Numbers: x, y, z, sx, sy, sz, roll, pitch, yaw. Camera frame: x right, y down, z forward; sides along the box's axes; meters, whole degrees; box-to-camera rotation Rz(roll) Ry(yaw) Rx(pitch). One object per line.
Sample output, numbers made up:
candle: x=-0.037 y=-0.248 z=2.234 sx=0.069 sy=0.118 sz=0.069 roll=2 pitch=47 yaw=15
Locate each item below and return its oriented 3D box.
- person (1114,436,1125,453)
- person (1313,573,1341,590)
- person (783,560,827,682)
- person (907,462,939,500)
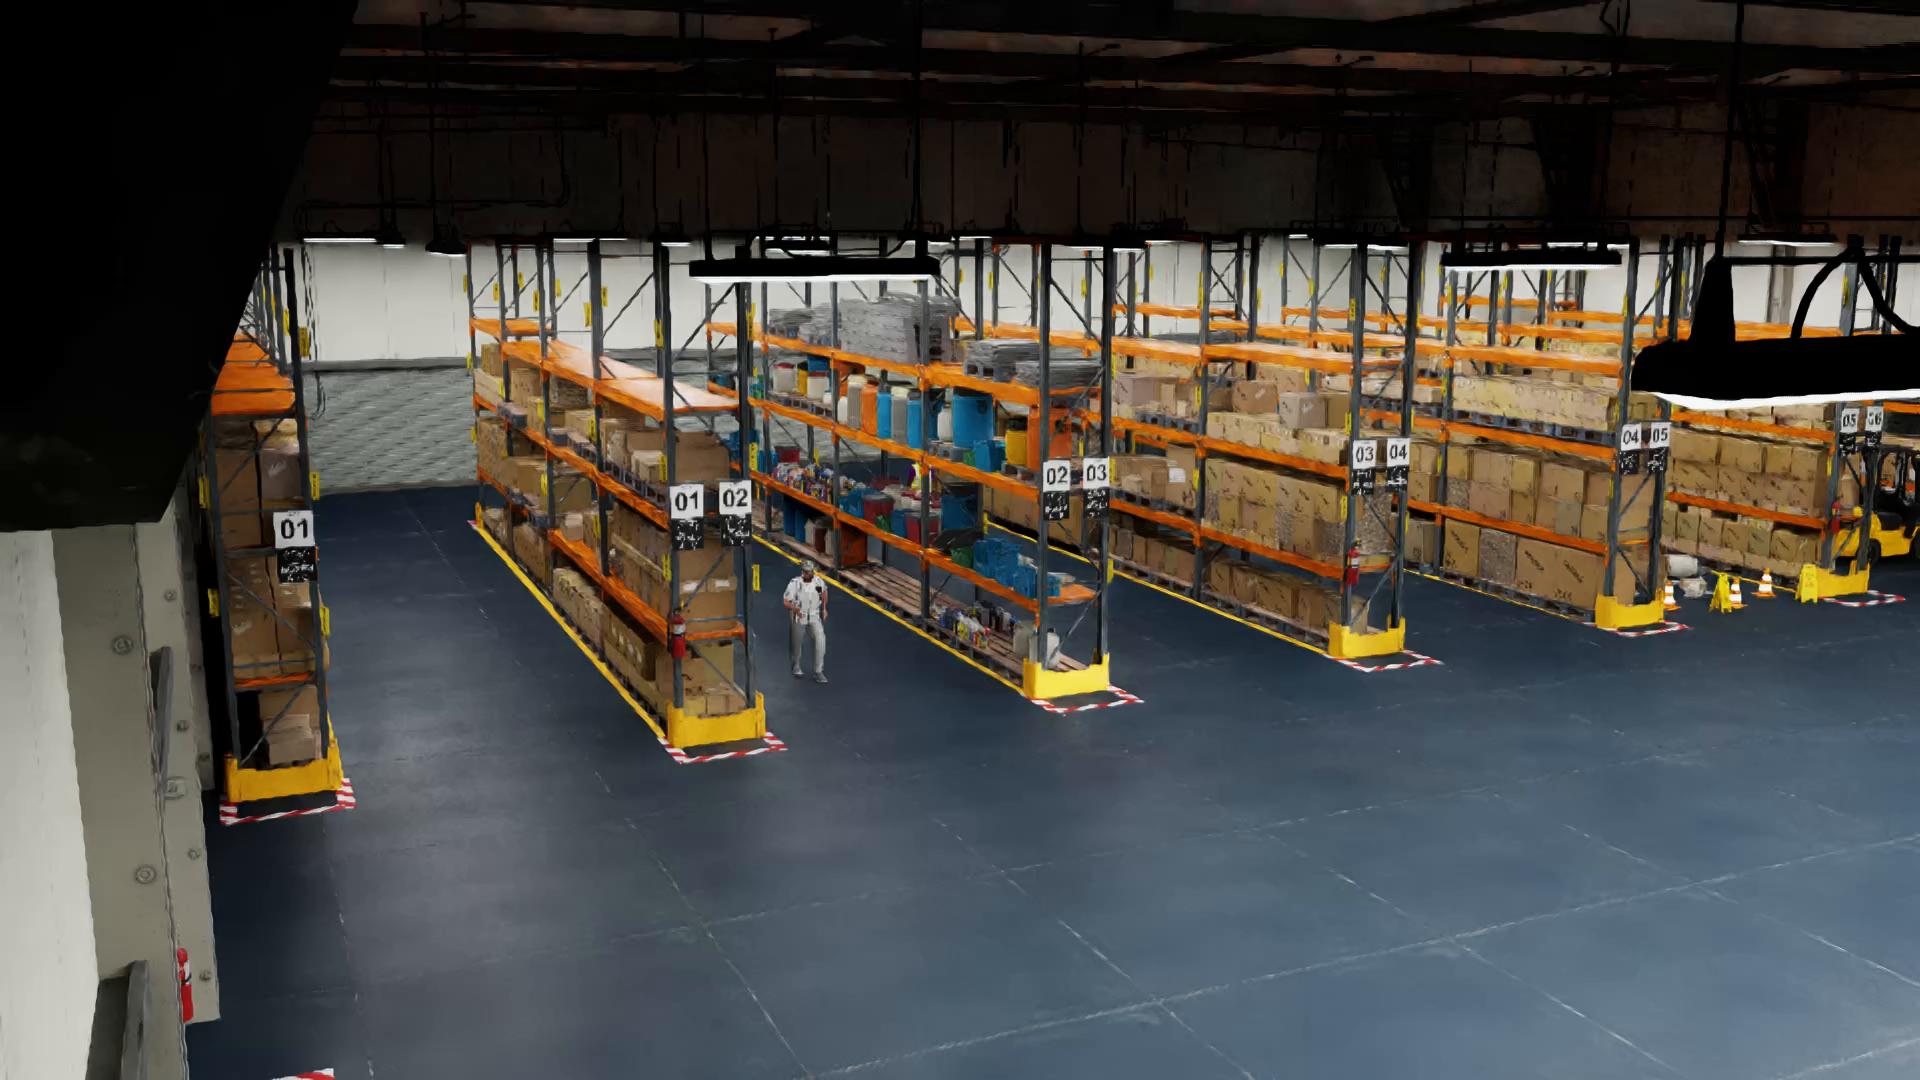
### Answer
person: x=4.080 y=-2.680 z=42.651 sx=0.542 sy=1.651 sz=0.585 roll=3 pitch=11 yaw=13
person: x=6.120 y=0.301 z=27.292 sx=0.495 sy=1.586 sz=1.086 roll=-4 pitch=12 yaw=-22
person: x=-2.130 y=1.083 z=23.091 sx=0.686 sy=1.704 sz=0.867 roll=-4 pitch=12 yaw=-18
person: x=-0.742 y=-0.971 z=33.642 sx=0.591 sy=1.716 sz=1.042 roll=-5 pitch=12 yaw=-24
